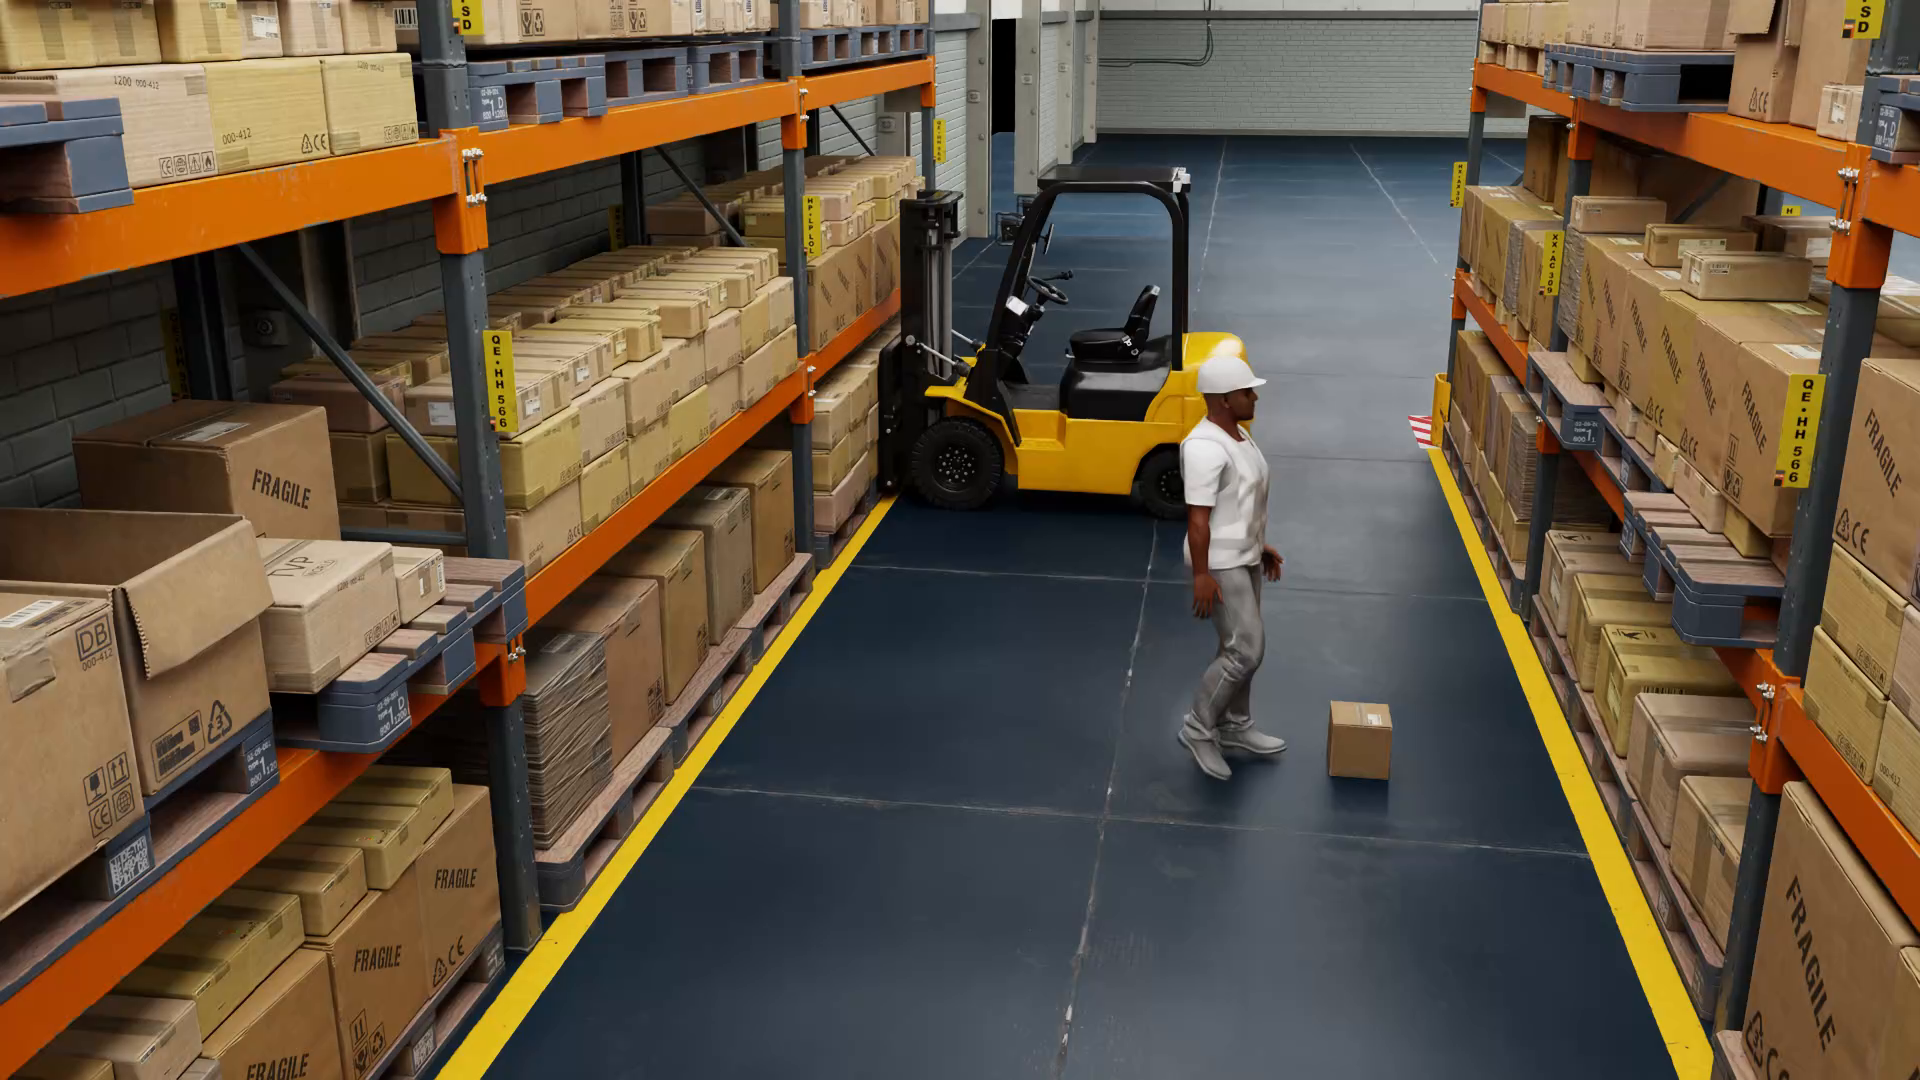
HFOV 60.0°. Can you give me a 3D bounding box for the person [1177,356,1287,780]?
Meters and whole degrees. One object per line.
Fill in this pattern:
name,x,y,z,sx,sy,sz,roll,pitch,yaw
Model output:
person,1.192,0.116,7.123,0.487,1.809,0.620,7,19,22
